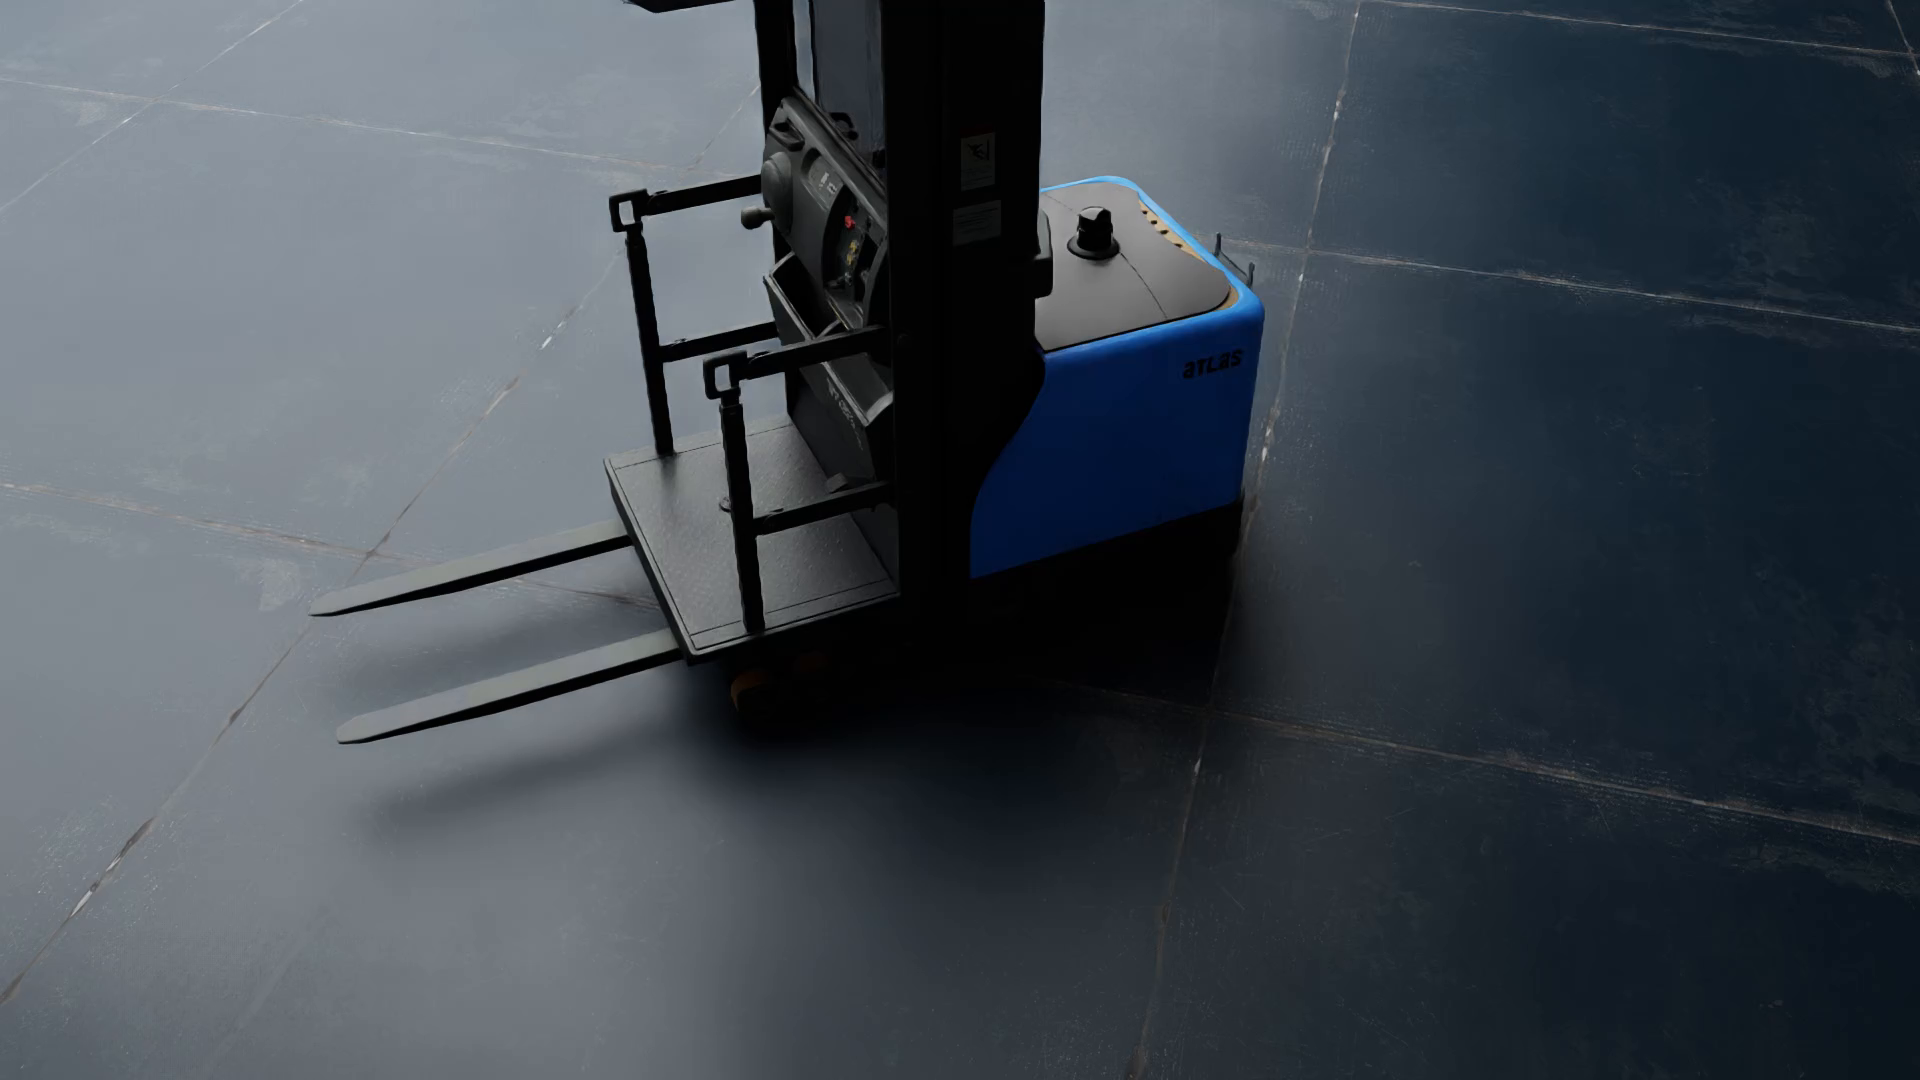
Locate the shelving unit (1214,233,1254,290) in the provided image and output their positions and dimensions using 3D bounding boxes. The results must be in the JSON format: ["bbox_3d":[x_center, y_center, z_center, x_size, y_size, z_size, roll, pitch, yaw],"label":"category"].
[{"bbox_3d":[0.863,-0.644,6.048,0.210,0.900,0.258,-15,42,-18],"label":"shelving unit"}]

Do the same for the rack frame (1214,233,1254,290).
[{"bbox_3d":[0.956,-0.669,6.080,0.006,0.900,0.240,-15,42,-18],"label":"rack frame"}]

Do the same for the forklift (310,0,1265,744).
[{"bbox_3d":[-0.588,-0.939,4.821,3.031,2.935,1.130,-16,43,-18],"label":"forklift"}]
